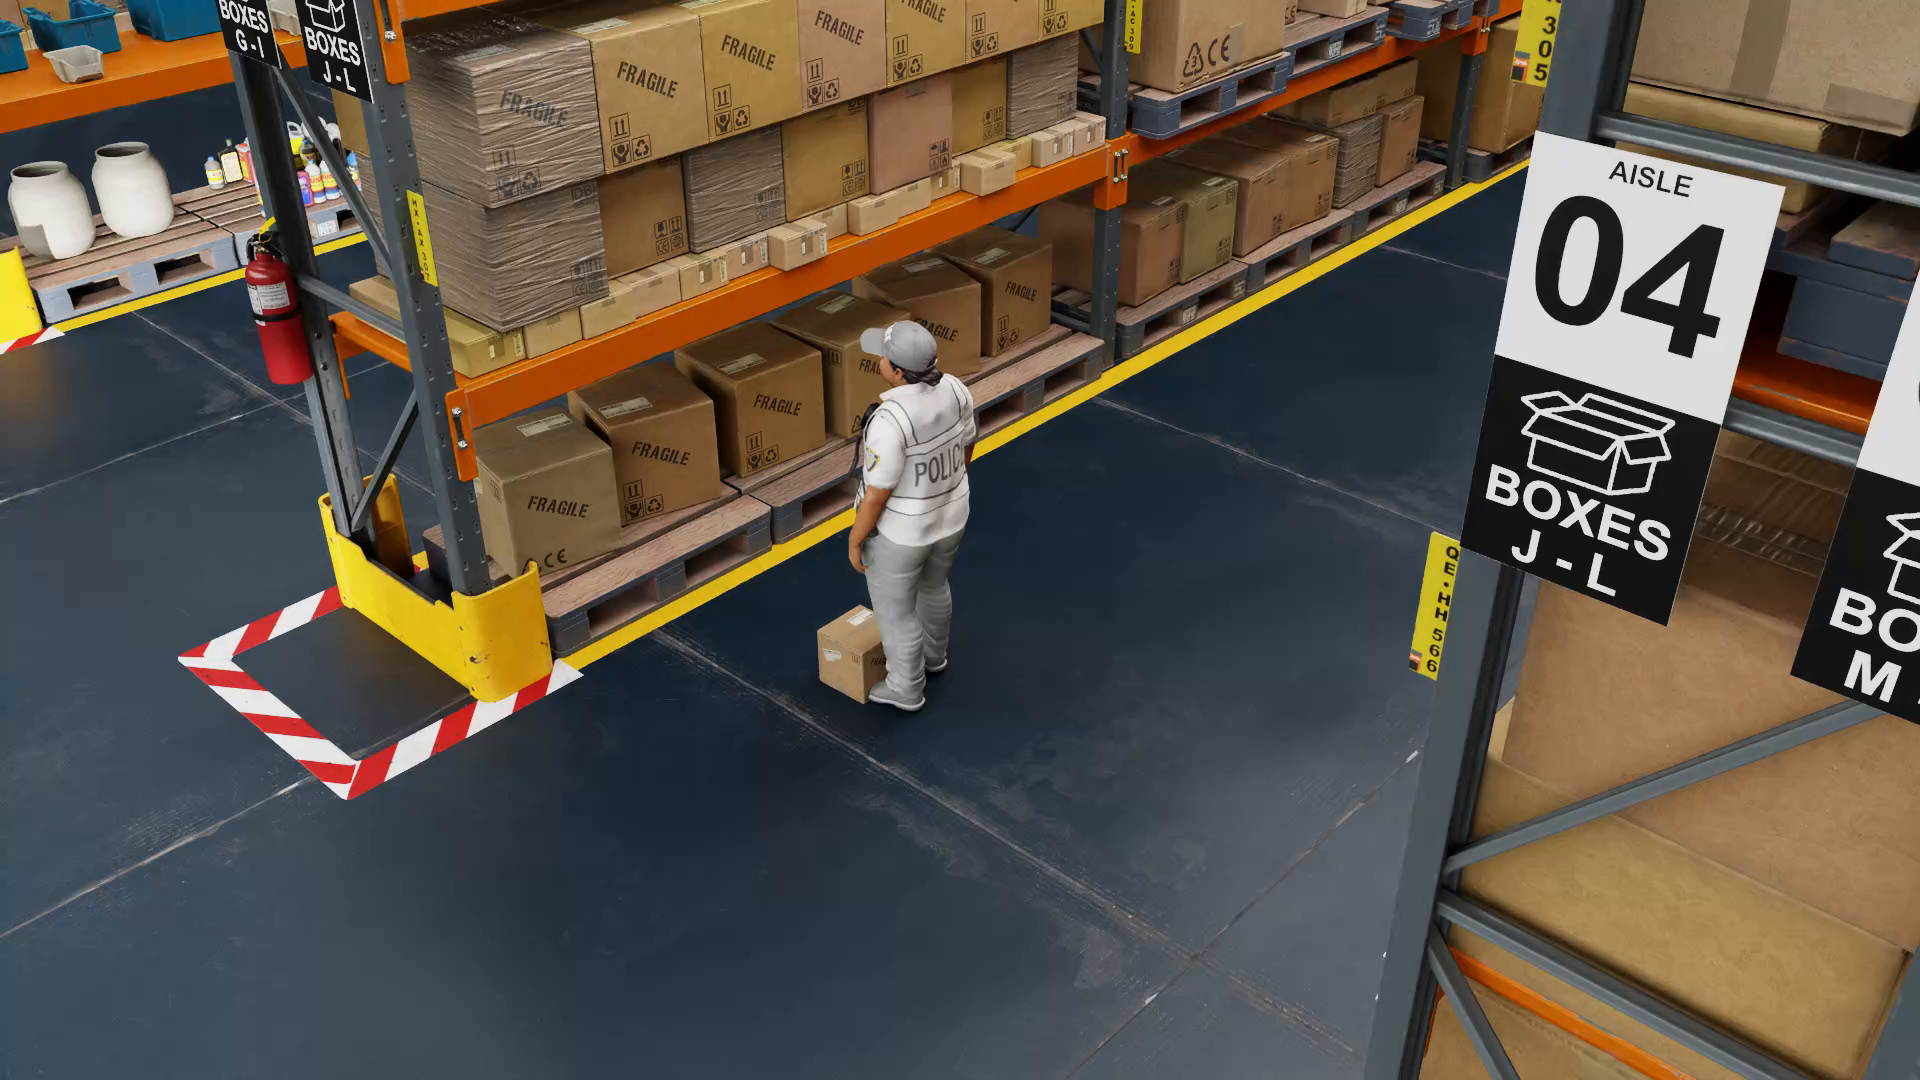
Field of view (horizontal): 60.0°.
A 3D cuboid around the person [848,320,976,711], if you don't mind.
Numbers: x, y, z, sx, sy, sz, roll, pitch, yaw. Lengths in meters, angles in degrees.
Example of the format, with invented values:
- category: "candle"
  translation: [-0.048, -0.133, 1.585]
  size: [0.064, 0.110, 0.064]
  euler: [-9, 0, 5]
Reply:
- category: "person"
  translation: [-0.229, -0.100, 6.276]
  size: [0.529, 1.670, 0.598]
  euler: [25, 40, 35]
